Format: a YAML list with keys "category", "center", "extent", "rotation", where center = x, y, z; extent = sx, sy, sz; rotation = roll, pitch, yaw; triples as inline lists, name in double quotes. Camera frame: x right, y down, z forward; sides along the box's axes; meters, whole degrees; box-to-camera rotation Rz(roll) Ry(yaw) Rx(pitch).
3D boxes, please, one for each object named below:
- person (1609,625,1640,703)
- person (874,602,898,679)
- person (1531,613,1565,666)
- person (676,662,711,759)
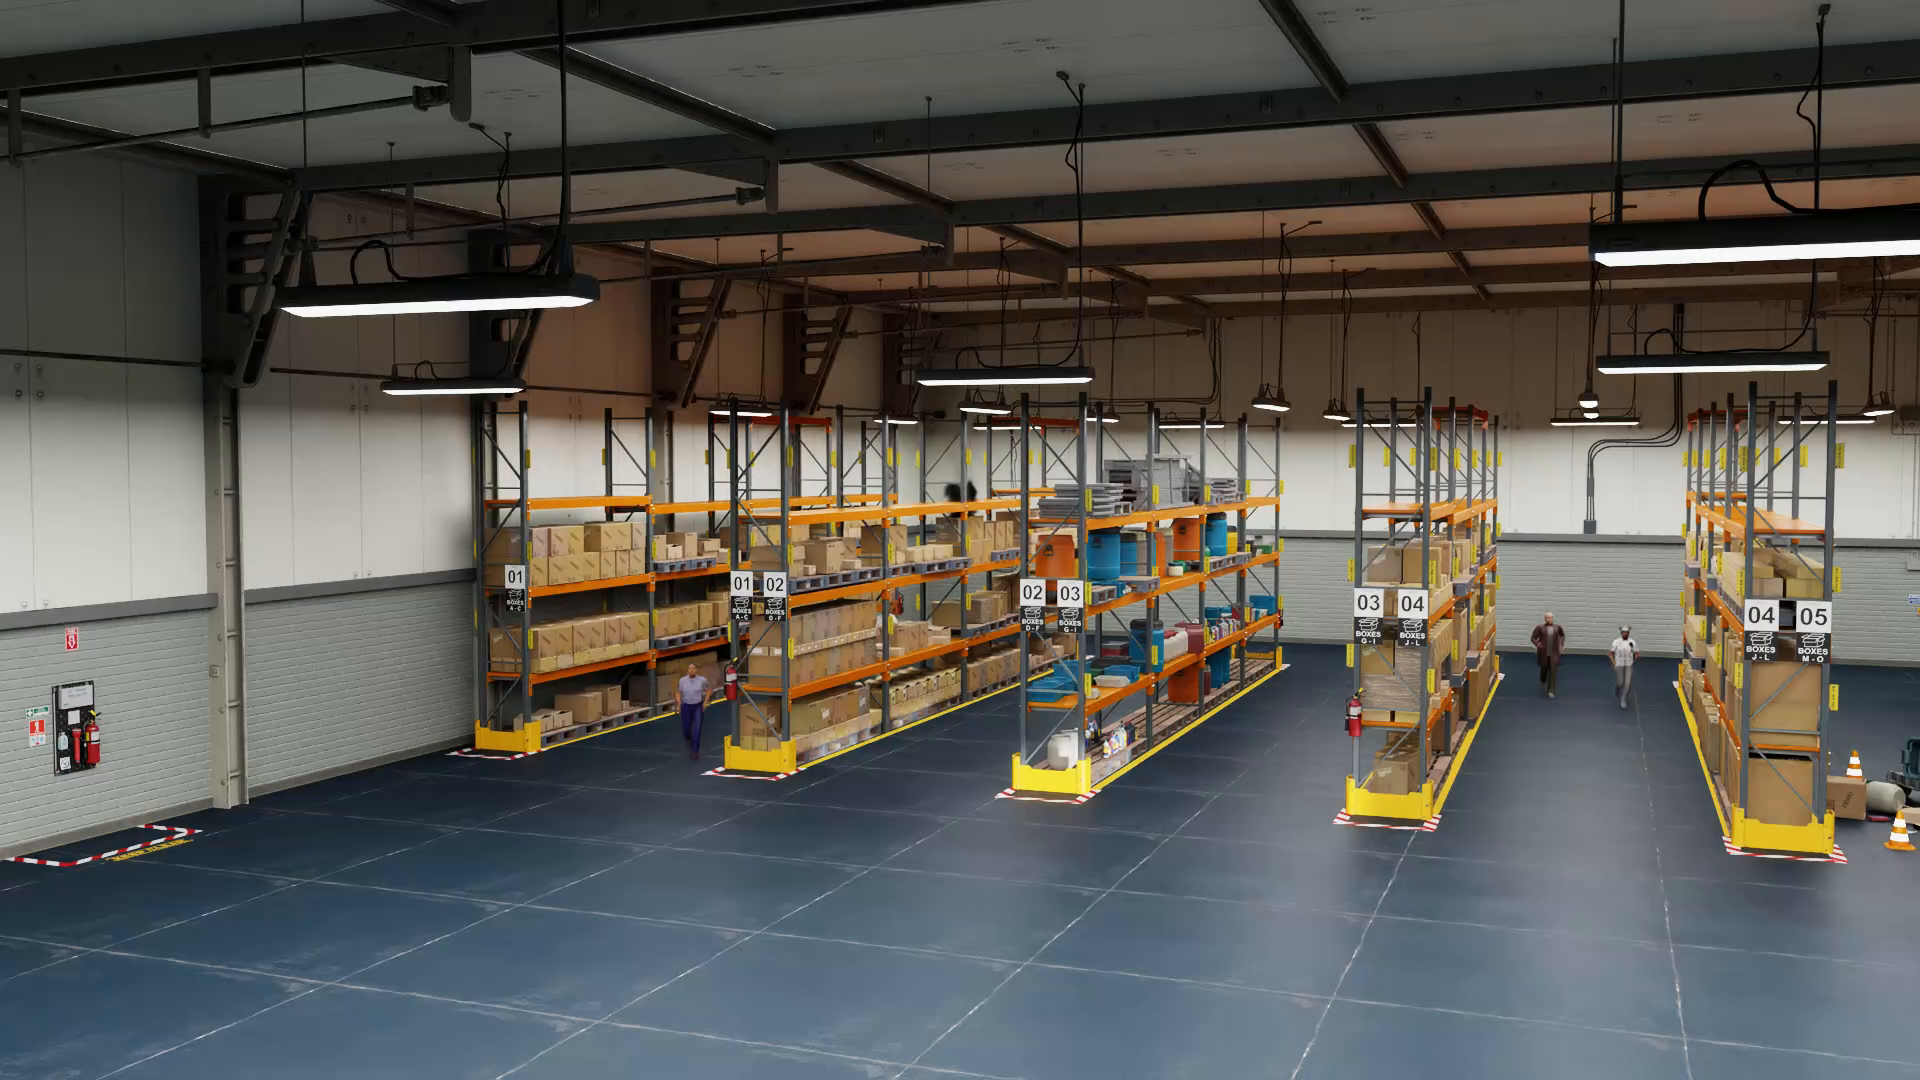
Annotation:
- category: "person"
  center: [13.476, 2.504, 33.720]
  extent: [0.582, 1.580, 0.517]
  rotation: [1, 3, 15]
- category: "person"
  center: [-1.570, 2.154, 35.531]
  extent: [0.336, 1.710, 0.858]
  rotation: [1, 3, 21]
- category: "person"
  center: [12.380, 2.099, 34.947]
  extent: [0.709, 1.133, 0.634]
  rotation: [1, 3, 13]
- category: "person"
  center: [-4.491, 2.845, 28.036]
  extent: [0.595, 1.605, 0.671]
  rotation: [0, 3, -5]
